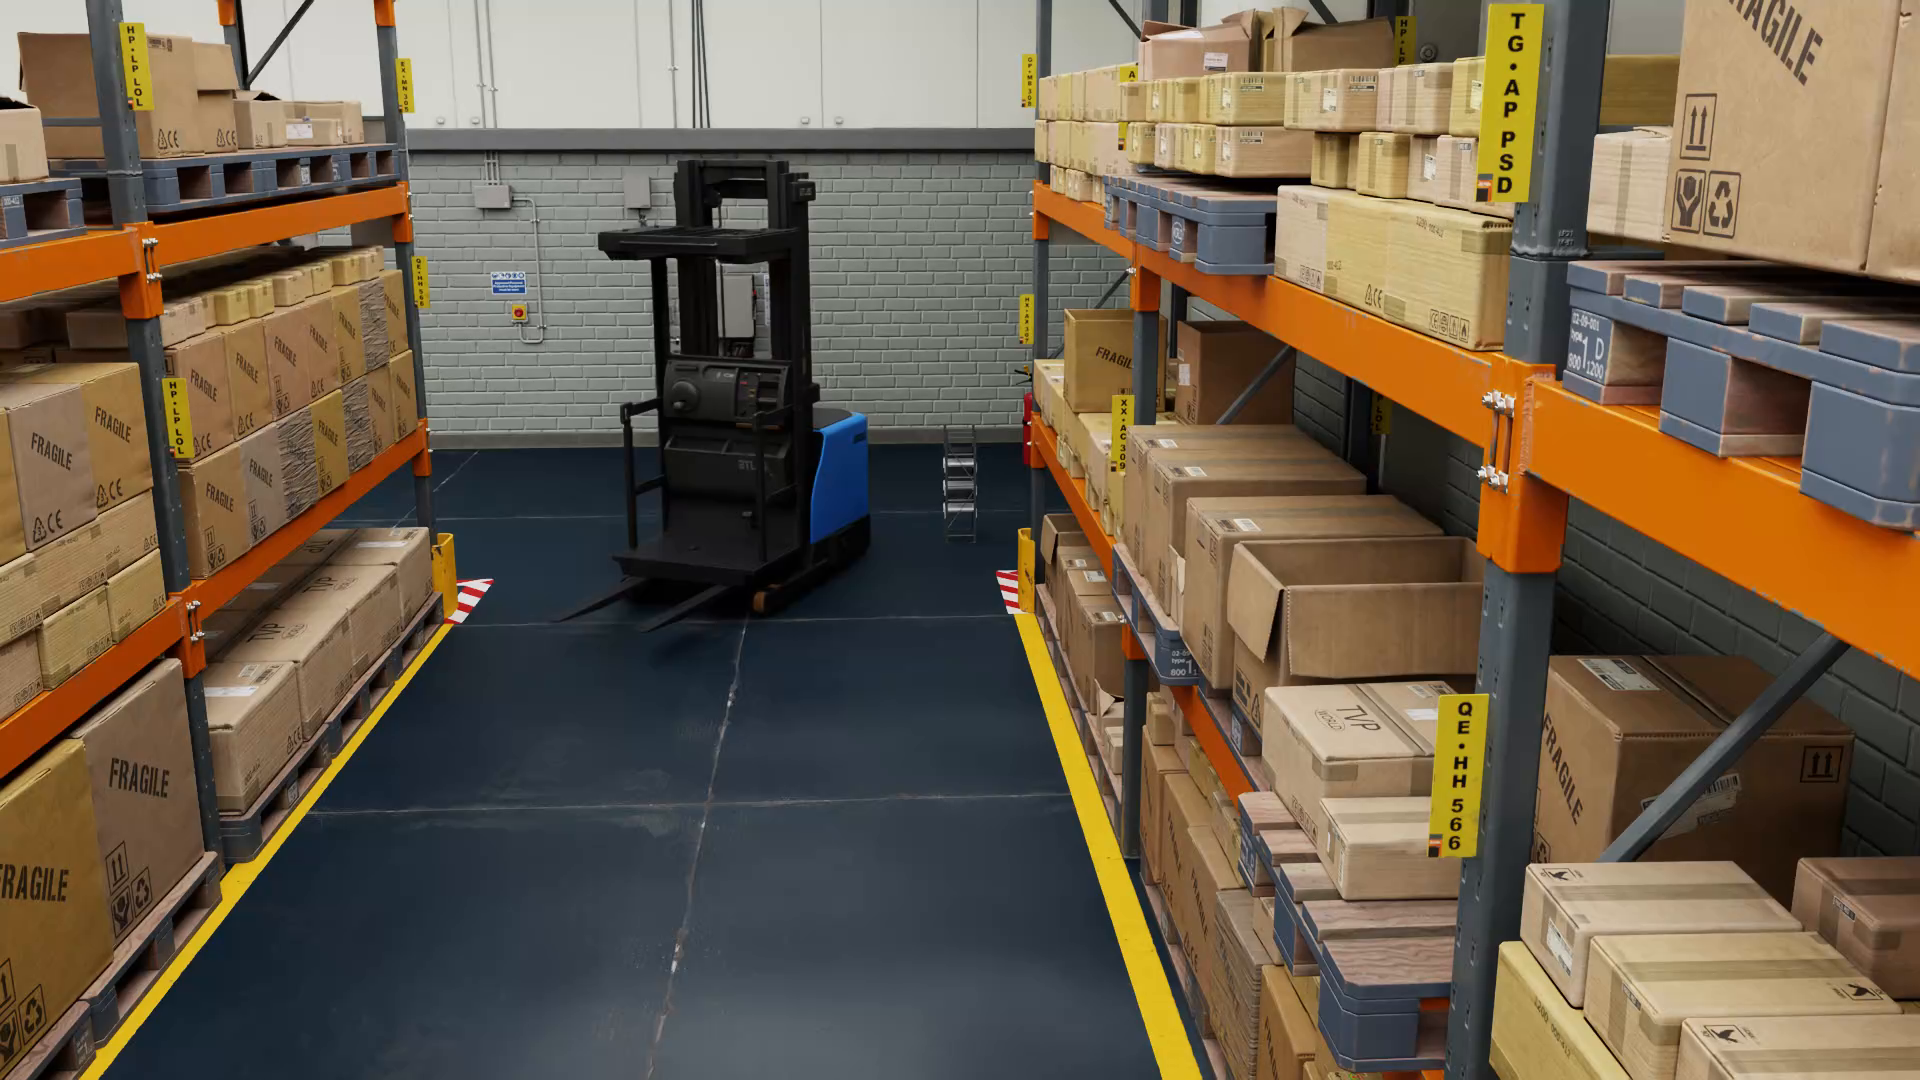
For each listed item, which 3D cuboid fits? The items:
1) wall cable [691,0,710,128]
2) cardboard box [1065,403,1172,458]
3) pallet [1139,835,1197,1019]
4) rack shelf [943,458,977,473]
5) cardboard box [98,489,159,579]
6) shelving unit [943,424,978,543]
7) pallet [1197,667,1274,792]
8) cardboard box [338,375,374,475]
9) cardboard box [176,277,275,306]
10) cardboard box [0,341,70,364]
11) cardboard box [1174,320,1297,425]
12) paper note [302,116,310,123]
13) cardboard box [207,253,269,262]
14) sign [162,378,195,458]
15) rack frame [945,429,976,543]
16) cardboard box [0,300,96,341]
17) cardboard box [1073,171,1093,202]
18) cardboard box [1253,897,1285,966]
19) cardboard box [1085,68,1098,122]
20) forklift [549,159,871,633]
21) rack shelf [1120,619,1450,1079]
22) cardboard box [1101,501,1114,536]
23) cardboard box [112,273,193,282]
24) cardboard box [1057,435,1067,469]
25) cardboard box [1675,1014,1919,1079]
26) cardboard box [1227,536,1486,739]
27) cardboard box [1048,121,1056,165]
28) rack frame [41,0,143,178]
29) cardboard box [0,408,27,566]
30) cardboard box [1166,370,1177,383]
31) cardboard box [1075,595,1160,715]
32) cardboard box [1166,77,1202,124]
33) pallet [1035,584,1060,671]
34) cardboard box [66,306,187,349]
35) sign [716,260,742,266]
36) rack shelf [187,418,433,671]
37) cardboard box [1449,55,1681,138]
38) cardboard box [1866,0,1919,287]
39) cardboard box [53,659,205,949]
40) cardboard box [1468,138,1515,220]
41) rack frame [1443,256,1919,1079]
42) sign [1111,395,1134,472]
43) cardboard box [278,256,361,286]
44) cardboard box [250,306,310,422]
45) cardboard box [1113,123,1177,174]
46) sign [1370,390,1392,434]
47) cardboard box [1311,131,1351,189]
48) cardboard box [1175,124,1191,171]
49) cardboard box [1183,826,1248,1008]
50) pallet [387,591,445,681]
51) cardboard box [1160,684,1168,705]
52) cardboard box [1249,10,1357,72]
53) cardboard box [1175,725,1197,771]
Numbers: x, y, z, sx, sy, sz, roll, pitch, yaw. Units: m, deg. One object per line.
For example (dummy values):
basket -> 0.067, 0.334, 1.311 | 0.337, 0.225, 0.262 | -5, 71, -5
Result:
wall cable -> -1.072, -5.335, 15.626 | 2.988, 3.039, 0.133 | -1, 14, -3
cardboard box -> 0.860, -0.610, 9.082 | 0.500, 0.250, 0.500 | -1, 14, -5
pallet -> 1.318, 1.513, 6.722 | 1.003, 0.211, 1.213 | -1, 14, -3
rack shelf -> -0.001, -0.580, 12.886 | 0.258, 0.077, 0.200 | -1, 14, -3
cardboard box -> -3.454, -0.025, 6.402 | 0.500, 0.250, 0.500 | -1, 14, -3
shelving unit -> -0.001, -0.438, 12.922 | 0.258, 0.900, 0.210 | -1, 14, -3
pallet -> 1.352, 0.565, 5.196 | 1.003, 0.211, 1.213 | -1, 14, -3
cardboard box -> -3.620, -0.636, 9.278 | 0.500, 0.500, 0.500 | 0, 14, -2
cardboard box -> -3.614, -1.208, 8.192 | 0.380, 0.149, 0.250 | -1, 14, -4
cardboard box -> -4.029, -0.607, 7.160 | 0.500, 0.500, 0.500 | -1, 14, -4
cardboard box -> 1.403, -0.848, 8.502 | 0.500, 0.500, 0.500 | -1, 14, -5
paper note -> -3.261, -2.101, 8.302 | 0.006, 0.032, 0.123 | -1, 14, -3
cardboard box -> -4.238, -1.580, 9.639 | 0.380, 0.149, 0.250 | 0, 14, -2
sign -> -3.183, -0.495, 6.765 | 0.100, 0.325, 0.005 | -1, 14, -3
rack frame -> 0.006, -0.413, 12.824 | 0.240, 0.900, 0.006 | -1, 14, -3
cardboard box -> -3.969, -0.947, 7.179 | 0.380, 0.149, 0.250 | -1, 14, -2
cardboard box -> 0.788, -1.837, 8.632 | 0.380, 0.149, 0.250 | -1, 14, -2
cardboard box -> 1.140, 1.200, 5.216 | 0.380, 0.149, 0.250 | -2, 15, -6
cardboard box -> 0.895, -2.179, 8.158 | 0.500, 0.250, 0.500 | -1, 14, -2
forklift -> -1.675, -1.032, 11.156 | 1.130, 2.935, 3.031 | 5, 15, 20
rack shelf -> 1.353, 0.807, 5.315 | 1.077, 0.370, 4.000 | -1, 14, -3
cardboard box -> 0.880, -0.122, 7.983 | 0.380, 0.149, 0.250 | -1, 14, -2
cardboard box -> -4.107, -1.260, 8.394 | 0.380, 0.149, 0.250 | -1, 14, -3
cardboard box -> 0.758, -0.505, 9.474 | 0.380, 0.149, 0.250 | -1, 14, -5
cardboard box -> 1.262, 0.807, 2.369 | 0.380, 0.149, 0.250 | 0, 14, -2
cardboard box -> 1.192, 0.299, 4.794 | 0.797, 0.503, 0.637 | -1, 14, -5
cardboard box -> 0.788, -2.317, 9.698 | 0.500, 0.250, 0.500 | -1, 14, -2
rack frame -> -3.724, -2.867, 6.110 | 1.000, 3.000, 0.127 | -1, 14, -3
cardboard box -> -3.395, -0.132, 5.313 | 0.500, 0.500, 0.500 | 0, 14, -2
cardboard box -> 1.306, -0.867, 10.080 | 0.500, 0.250, 0.500 | -1, 14, -3
cardboard box -> 1.003, 0.598, 8.855 | 0.700, 0.500, 0.500 | -1, 14, -6
cardboard box -> 0.914, -1.492, 5.651 | 0.380, 0.149, 0.250 | -1, 14, -4
pallet -> 1.037, 0.534, 10.529 | 1.003, 0.211, 1.213 | -1, 14, -3
cardboard box -> -3.485, -0.891, 6.960 | 0.380, 0.149, 0.250 | -1, 14, -4
sign -> -2.307, -2.805, 16.252 | 0.339, 0.242, 0.001 | -1, 14, -3
rack shelf -> -3.848, -0.111, 8.880 | 1.077, 0.370, 4.000 | -1, 14, -3
cardboard box -> 1.161, -0.843, 3.165 | 0.380, 0.149, 0.250 | 0, 14, -2
cardboard box -> 1.410, -0.489, 1.645 | 0.700, 0.500, 0.500 | -1, 14, -5
cardboard box -> -3.606, 1.017, 6.475 | 0.875, 0.875, 0.875 | 0, 14, -2
cardboard box -> 1.215, -0.702, 3.216 | 0.380, 0.149, 0.250 | -1, 14, -2
rack frame -> 1.477, 0.956, 3.292 | 1.000, 3.000, 0.127 | -1, 14, -3
sign -> 0.688, -0.448, 7.011 | 0.100, 0.325, 0.005 | -1, 14, -3
cardboard box -> -3.636, -1.528, 9.437 | 0.380, 0.149, 0.250 | -1, 14, -2
cardboard box -> -3.558, -0.870, 8.180 | 0.500, 0.500, 0.500 | -1, 14, -2
cardboard box -> 0.950, -1.679, 7.218 | 0.500, 0.250, 0.500 | -1, 14, -3
sign -> 1.783, -0.609, 7.051 | 0.100, 0.325, 0.005 | -1, 14, -3
cardboard box -> 1.161, -1.022, 4.461 | 0.380, 0.149, 0.250 | 0, 14, -2
cardboard box -> 0.917, -1.288, 5.452 | 0.380, 0.149, 0.250 | -1, 14, -4
cardboard box -> 1.104, 1.348, 5.940 | 0.500, 0.500, 0.500 | -1, 14, -5
pallet -> -3.845, 0.592, 10.303 | 1.003, 0.211, 1.213 | -1, 14, -3
cardboard box -> 1.047, 0.602, 6.941 | 0.380, 0.149, 0.250 | -1, 14, -4
cardboard box -> 1.317, -1.892, 6.371 | 0.396, 0.266, 0.258 | -1, 14, -4
cardboard box -> 1.081, 0.815, 6.711 | 0.380, 0.149, 0.250 | -1, 14, -5
